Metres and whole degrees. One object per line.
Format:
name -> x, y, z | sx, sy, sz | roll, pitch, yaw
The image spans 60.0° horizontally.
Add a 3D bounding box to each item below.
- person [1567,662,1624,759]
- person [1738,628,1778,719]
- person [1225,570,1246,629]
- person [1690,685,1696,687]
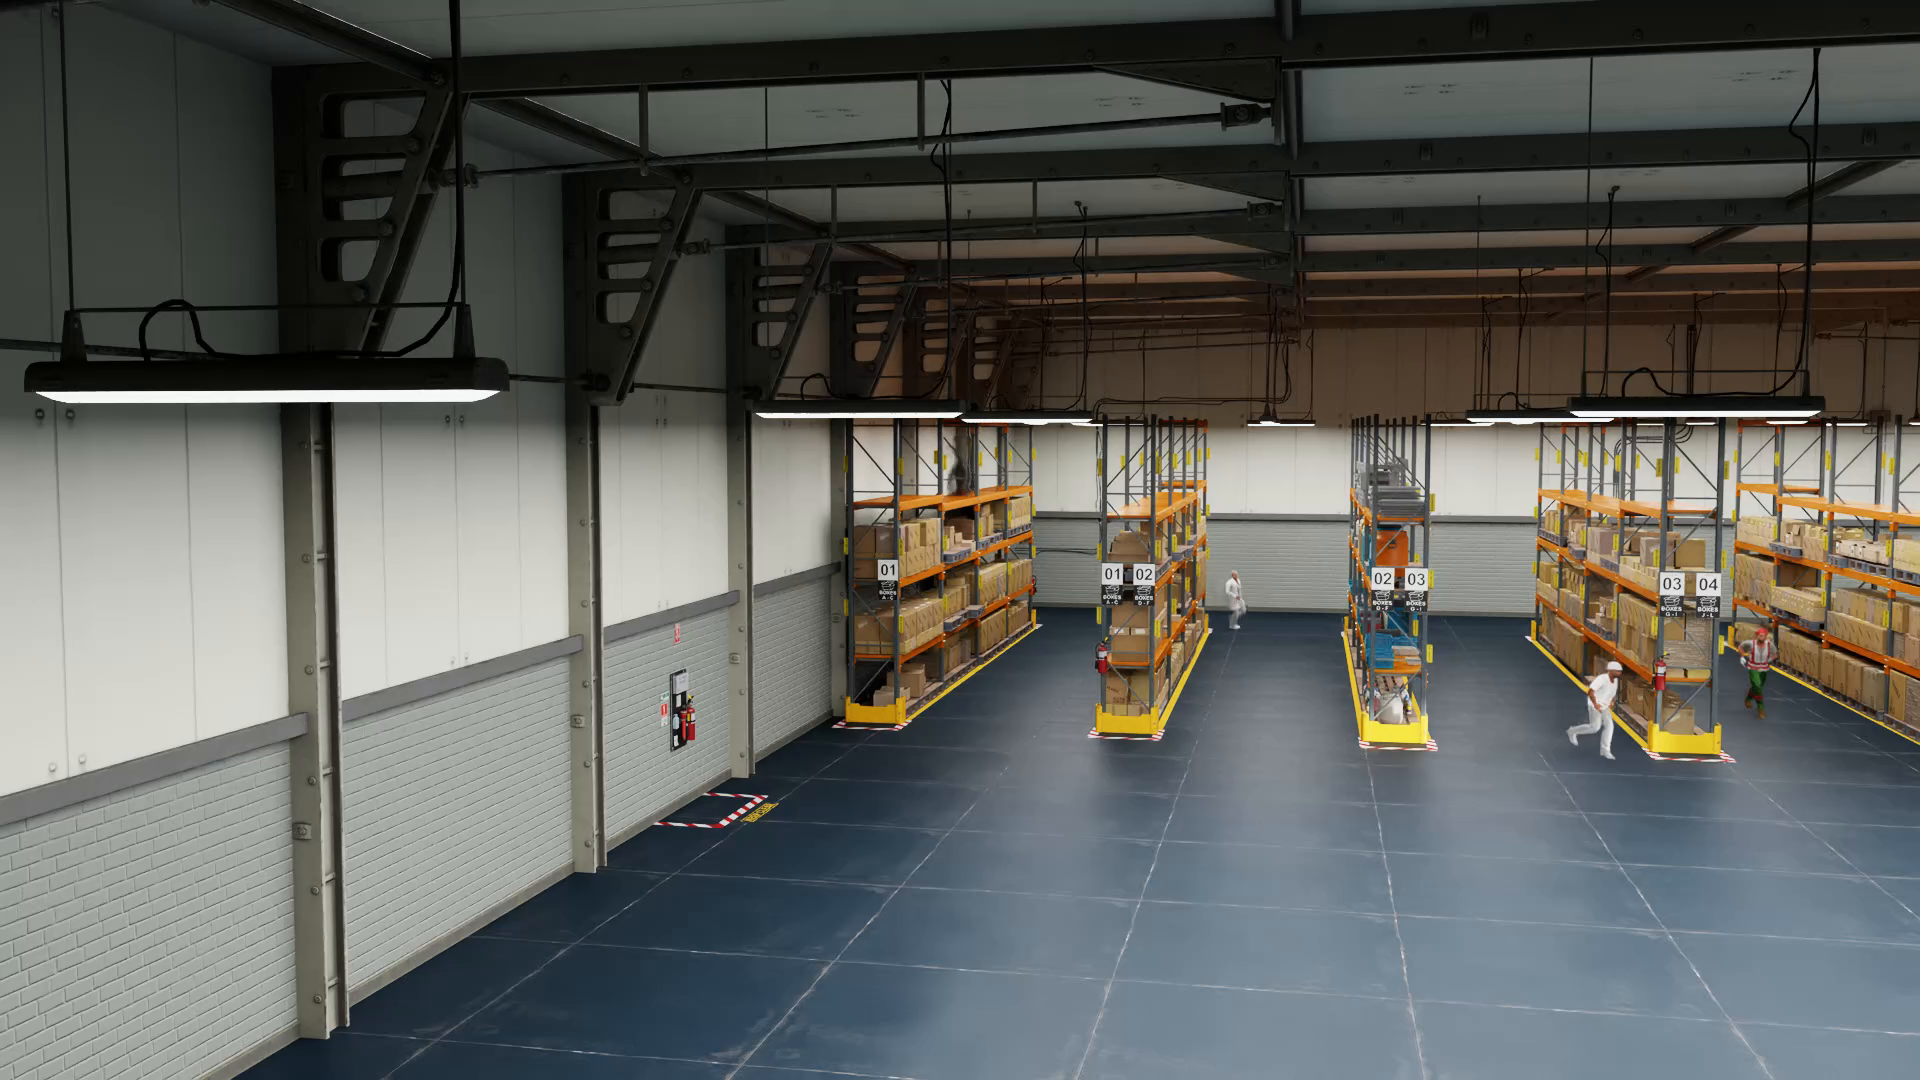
person -> 11.160, 2.954, 29.202 | 0.992, 1.714, 0.711 | 4, 5, 44
person -> 15.961, 2.631, 33.304 | 0.656, 1.791, 1.062 | 0, 4, 4
person -> 7.830, 1.707, 47.499 | 0.715, 1.692, 0.587 | -3, 5, -42
person -> 16.427, 2.377, 37.373 | 0.696, 1.775, 1.026 | 0, 4, 6
